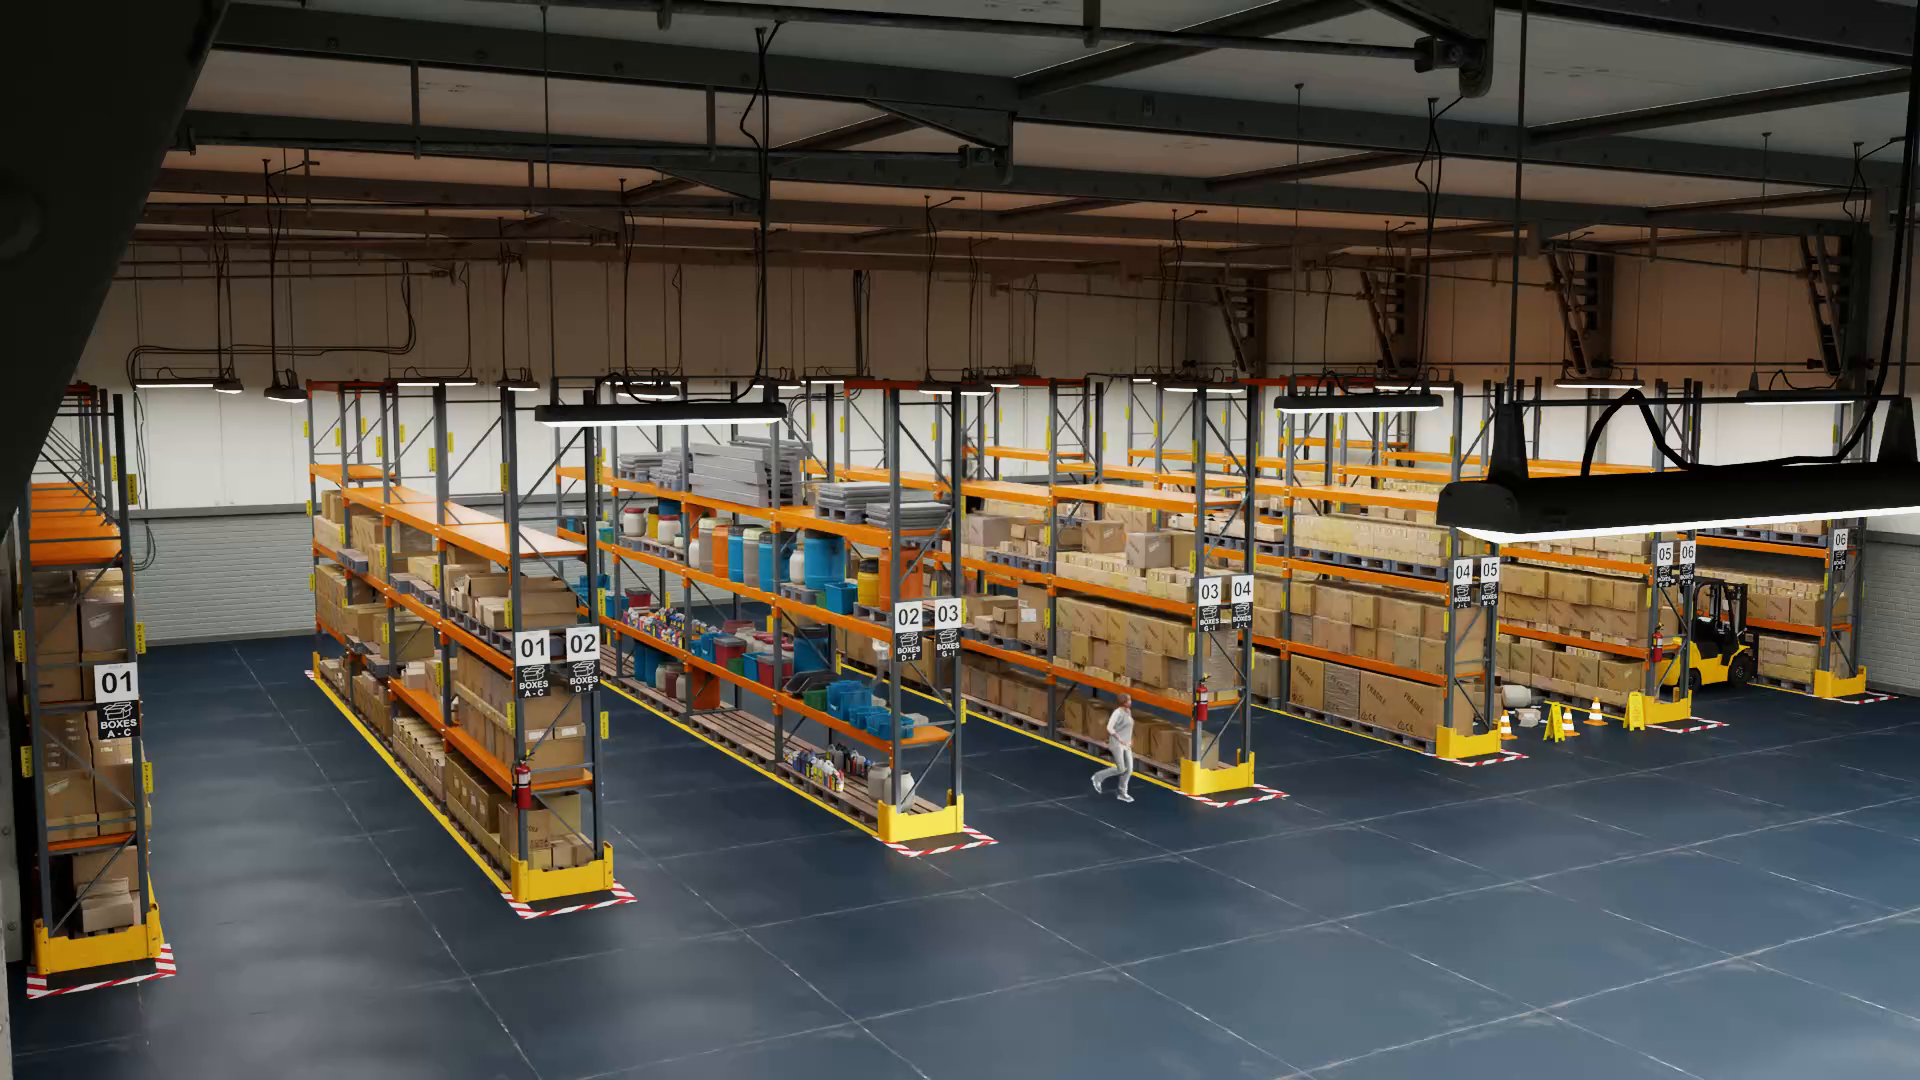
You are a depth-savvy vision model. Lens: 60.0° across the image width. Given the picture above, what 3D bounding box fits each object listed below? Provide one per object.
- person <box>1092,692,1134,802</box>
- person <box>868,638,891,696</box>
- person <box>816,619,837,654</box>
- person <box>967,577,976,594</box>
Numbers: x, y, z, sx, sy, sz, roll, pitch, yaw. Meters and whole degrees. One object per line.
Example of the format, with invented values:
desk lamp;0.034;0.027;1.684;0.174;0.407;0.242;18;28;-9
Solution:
person;2.285;2.987;24.216;0.647;1.578;0.590;4;7;33
person;-1.377;2.221;30.751;0.620;1.727;0.926;-3;7;-28
person;-2.573;2.209;30.959;0.664;1.670;0.601;-5;8;-41
person;0.283;1.011;42.313;0.780;1.639;0.581;-5;8;-40
